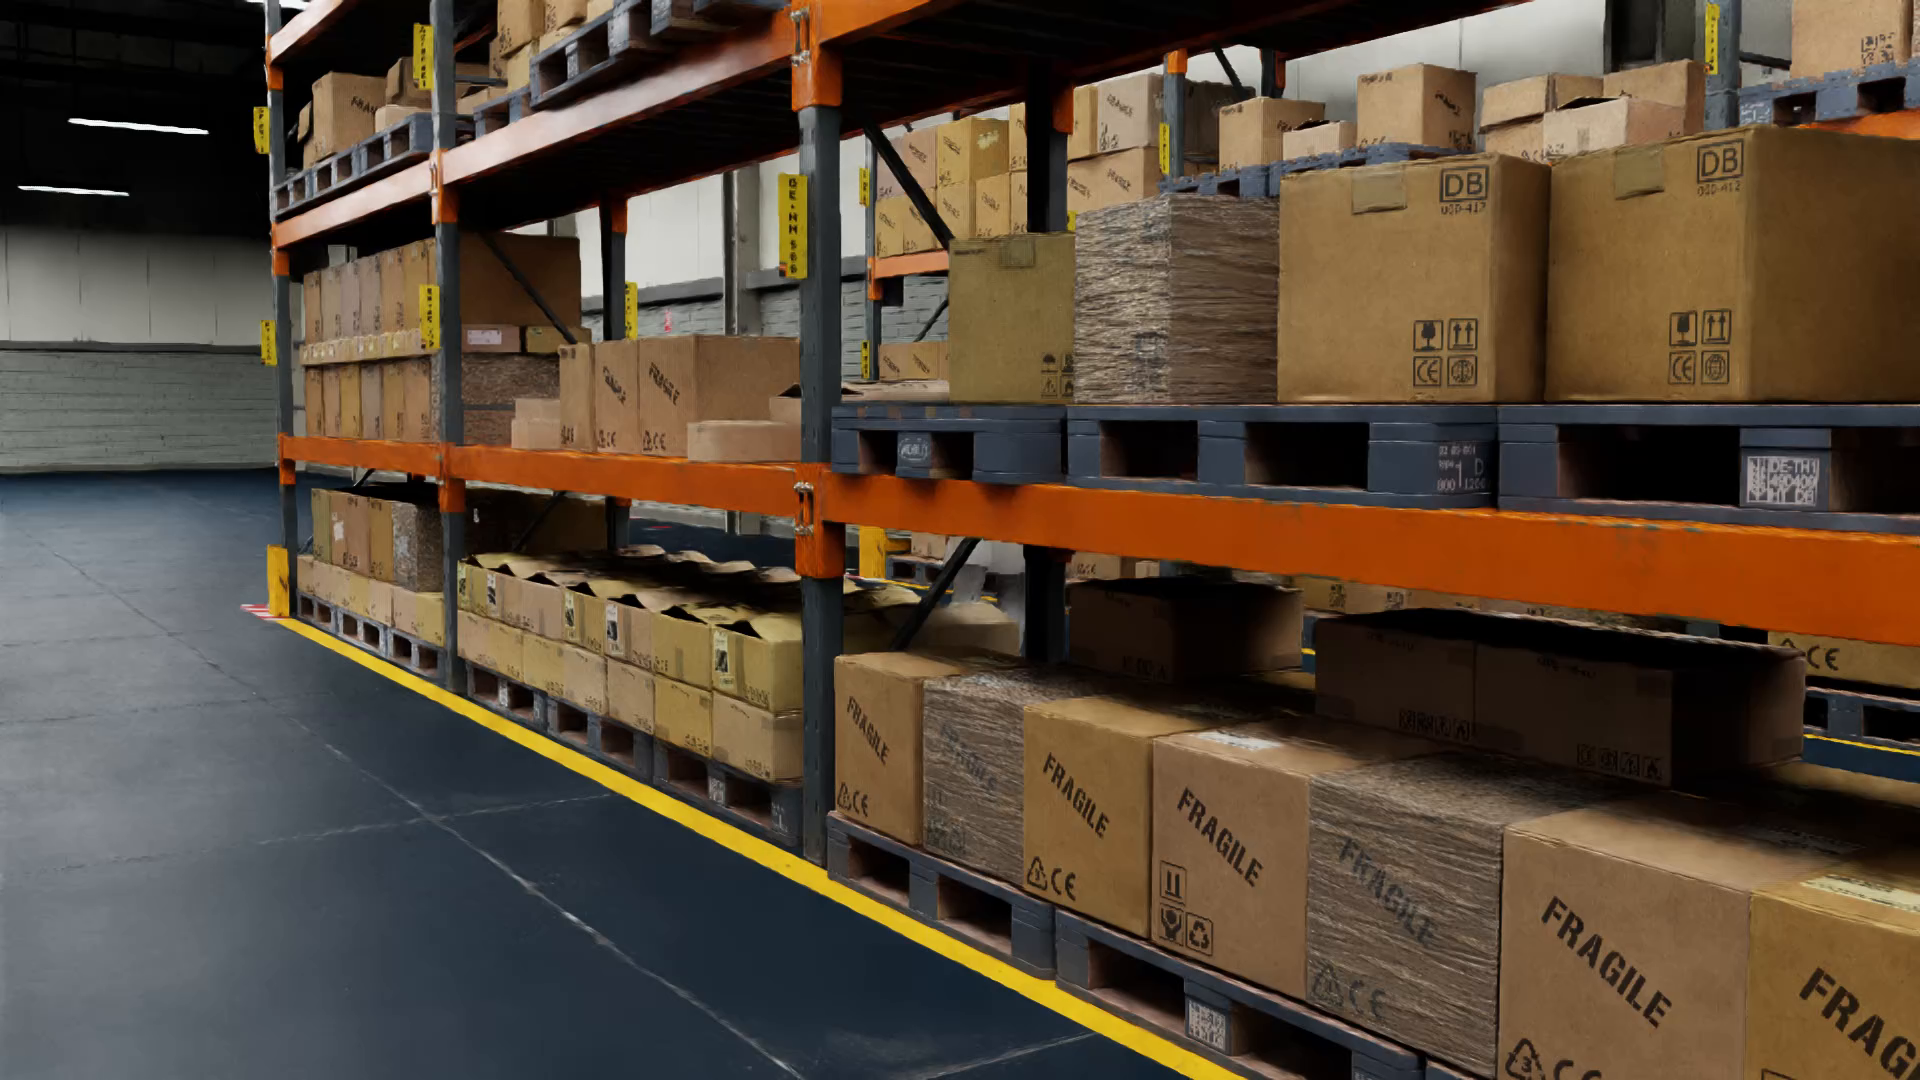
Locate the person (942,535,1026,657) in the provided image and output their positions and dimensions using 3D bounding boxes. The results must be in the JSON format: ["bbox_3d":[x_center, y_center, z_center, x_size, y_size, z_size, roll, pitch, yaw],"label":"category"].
[{"bbox_3d":[0.173,-0.059,8.522,0.683,1.773,0.730,1,5,18],"label":"person"}]
